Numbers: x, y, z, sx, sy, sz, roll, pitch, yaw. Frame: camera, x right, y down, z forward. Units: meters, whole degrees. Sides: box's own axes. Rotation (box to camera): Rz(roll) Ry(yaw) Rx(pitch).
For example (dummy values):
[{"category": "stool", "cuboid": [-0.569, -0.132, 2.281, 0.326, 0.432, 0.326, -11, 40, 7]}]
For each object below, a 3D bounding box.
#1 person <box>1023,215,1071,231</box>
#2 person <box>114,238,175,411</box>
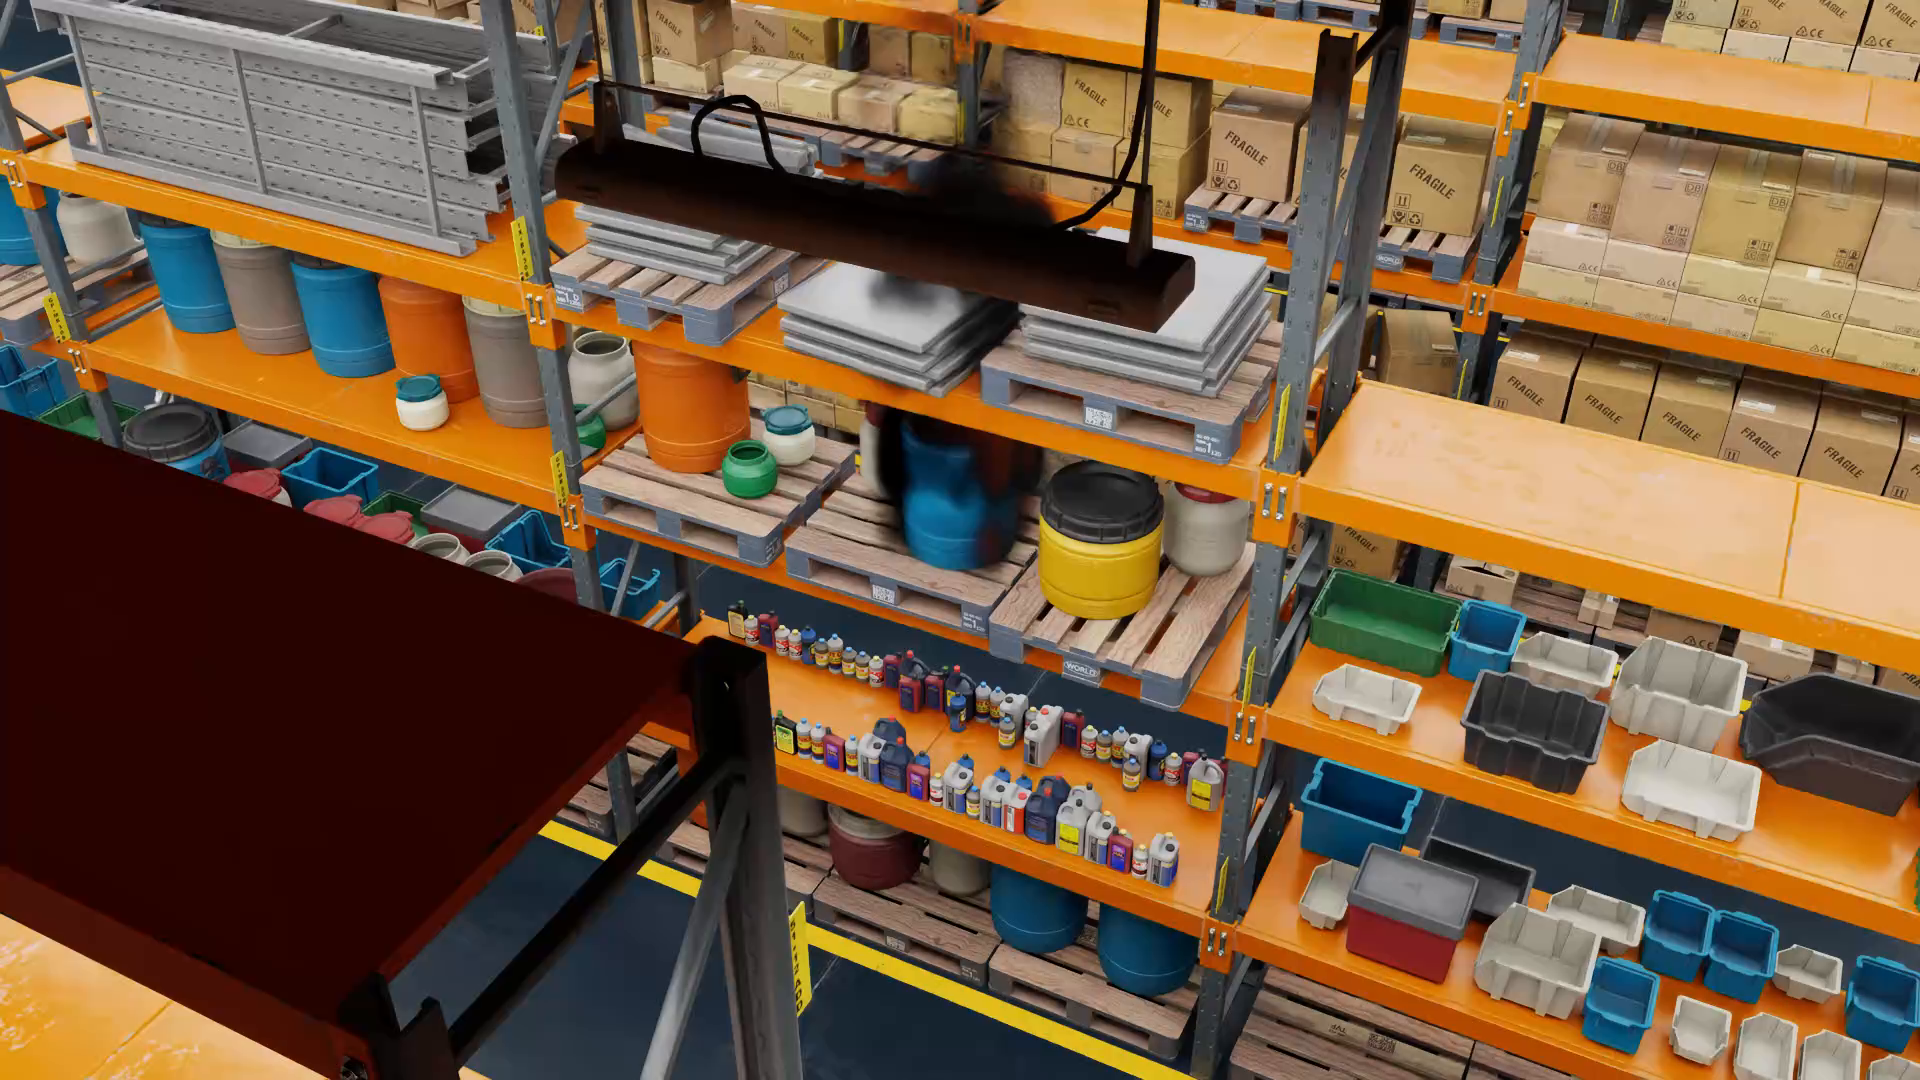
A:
[{"category": "person", "cuboid": [0.893, -2.733, 16.233, 0.903, 1.842, 0.672, 11, 37, 16]}, {"category": "person", "cuboid": [-7.209, -1.954, 15.134, 0.908, 1.766, 0.636, -3, 35, -4]}]
